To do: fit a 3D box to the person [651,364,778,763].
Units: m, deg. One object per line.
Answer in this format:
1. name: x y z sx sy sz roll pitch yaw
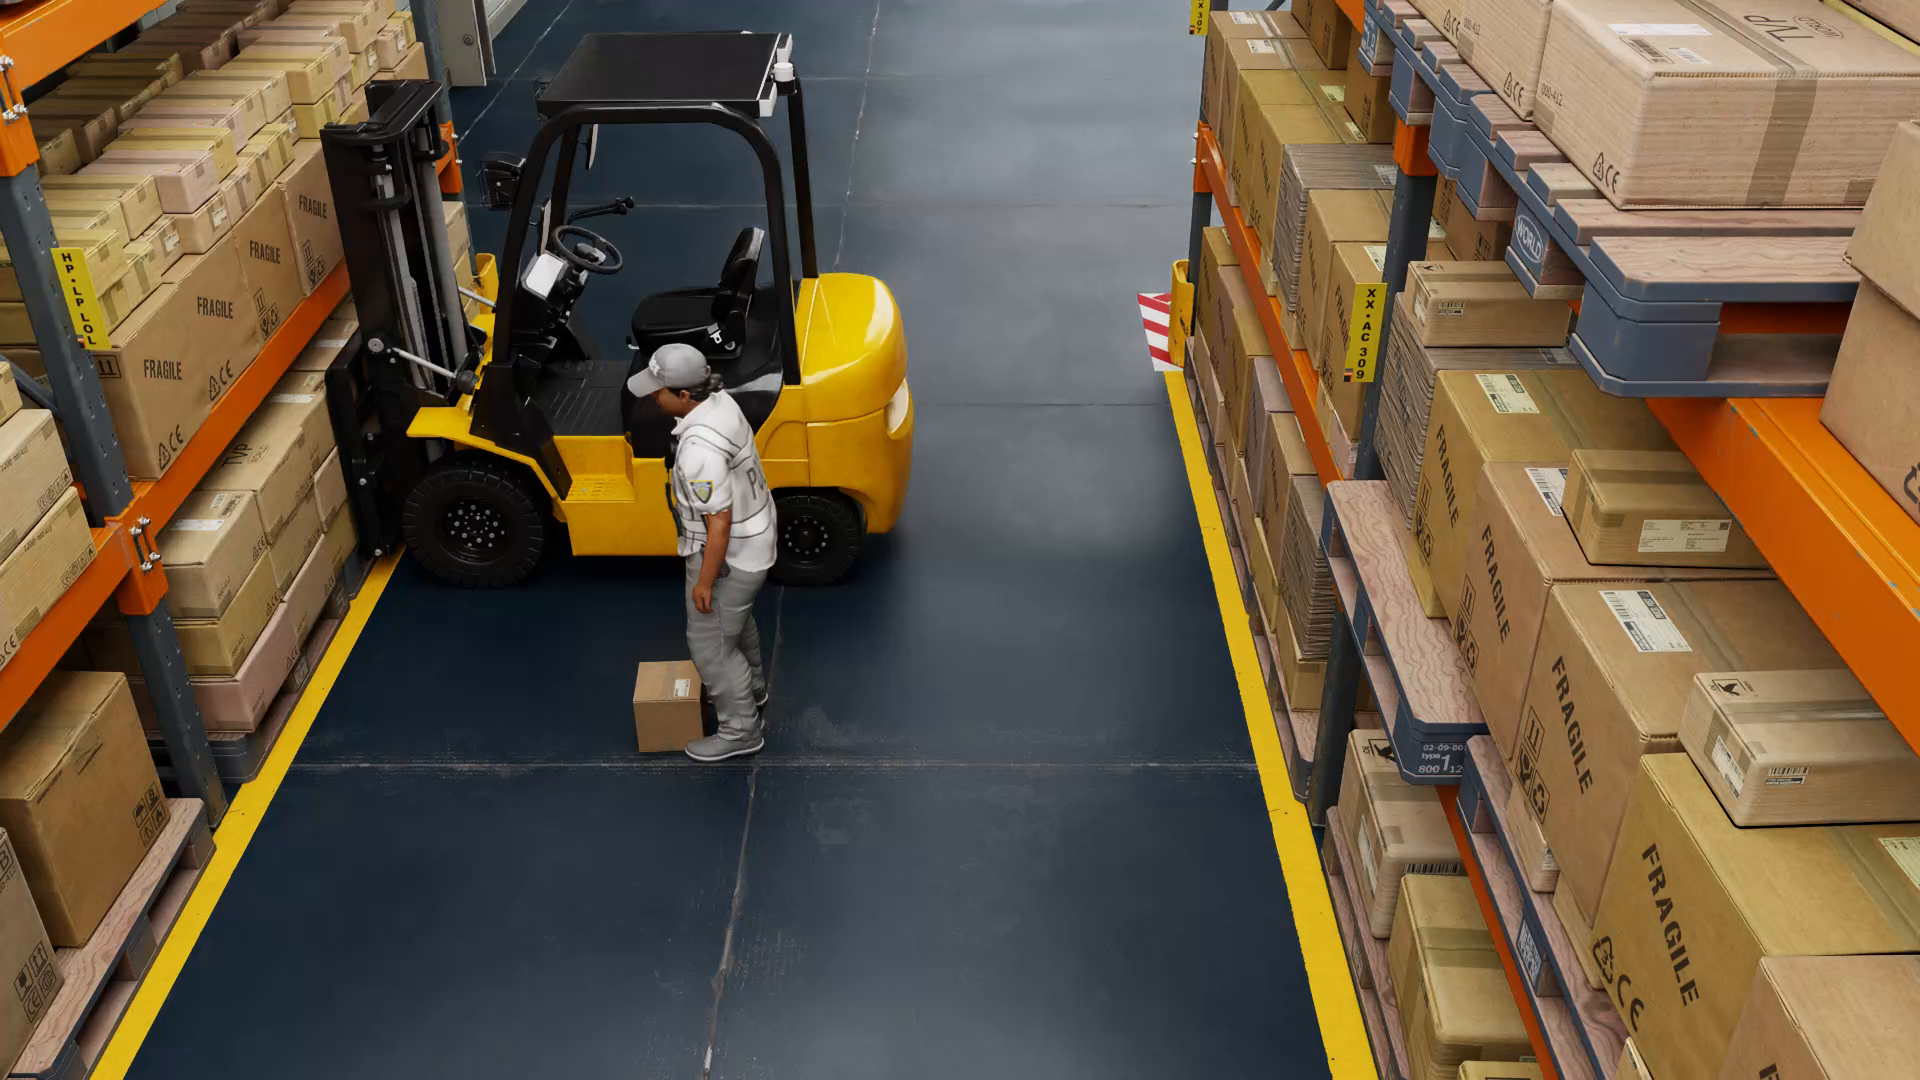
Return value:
1. person: -0.863 0.040 6.078 0.396 1.652 0.553 -1 32 -1
